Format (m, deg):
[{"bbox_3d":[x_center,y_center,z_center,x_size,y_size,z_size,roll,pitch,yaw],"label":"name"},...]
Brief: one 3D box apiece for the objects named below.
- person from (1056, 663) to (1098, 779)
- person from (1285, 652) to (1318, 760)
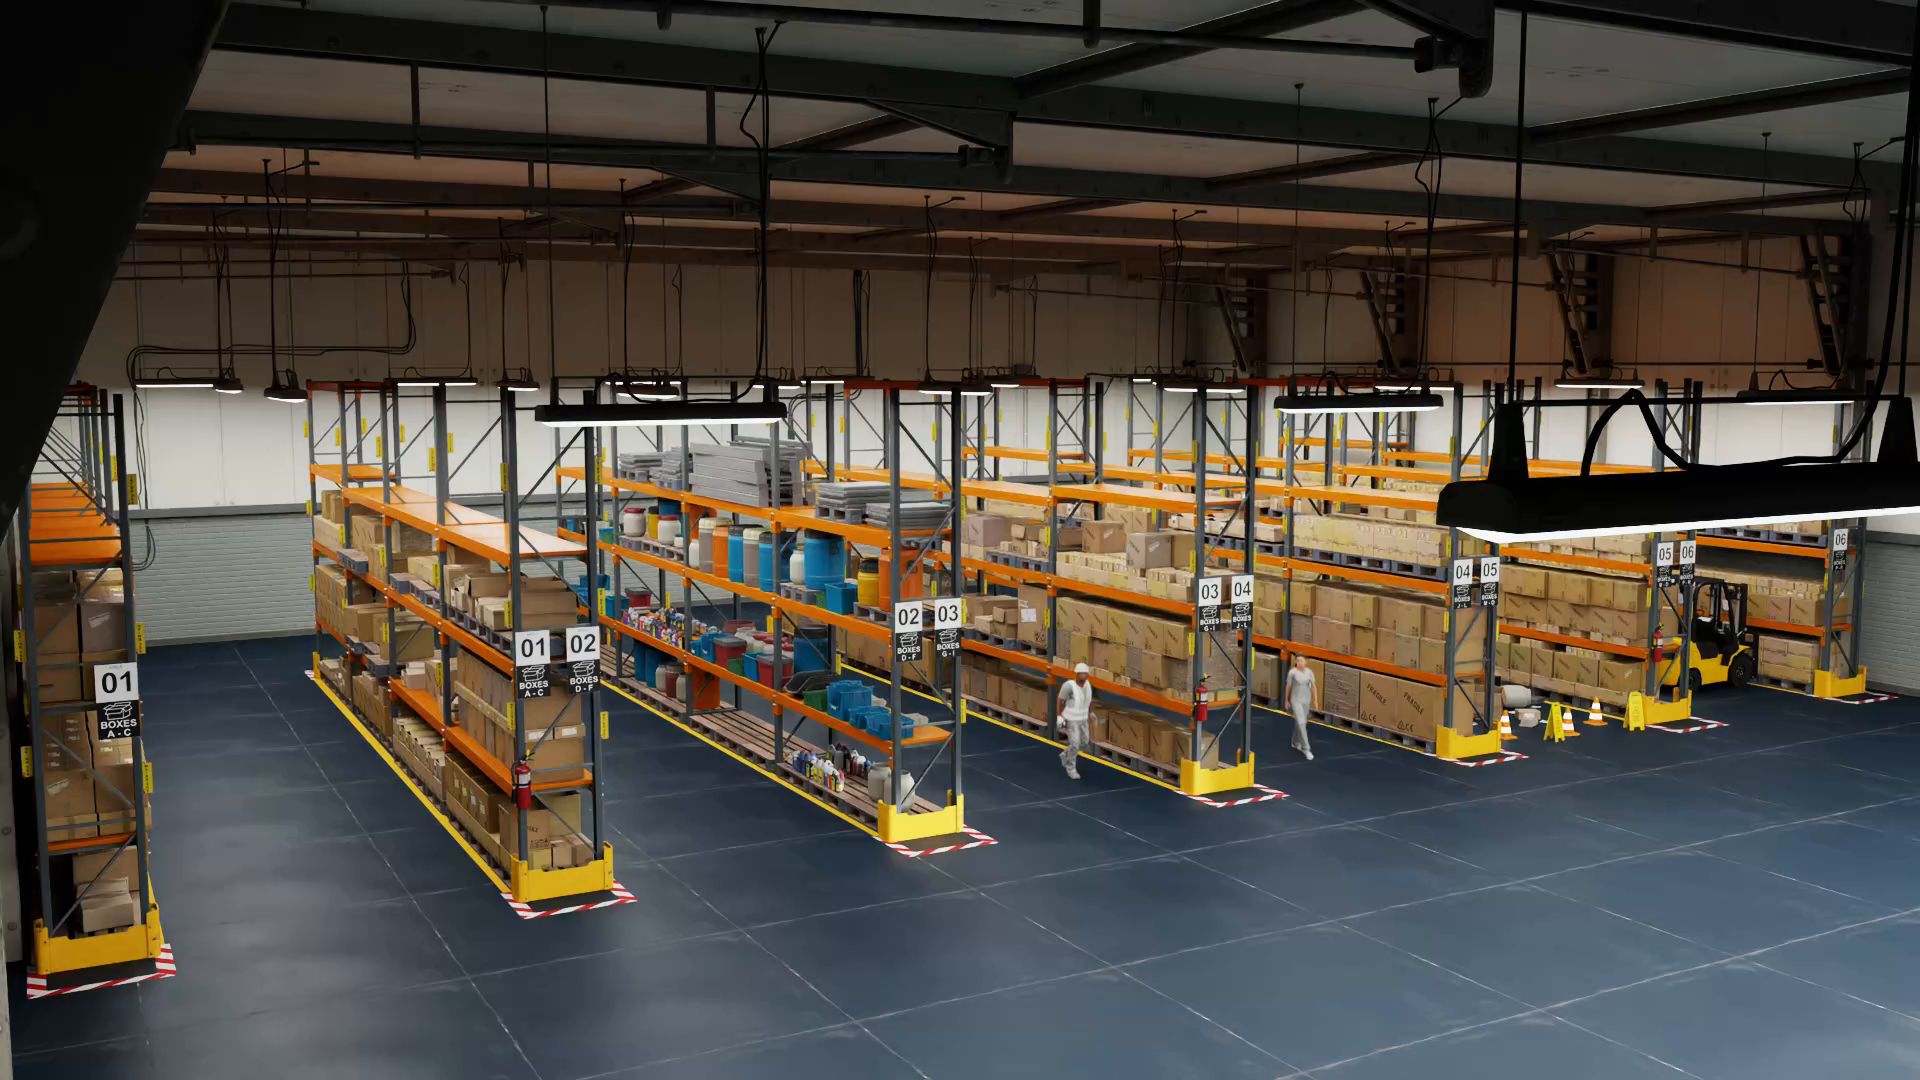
[{"bbox_3d":[1.715,2.746,25.574,0.673,1.765,0.613,6,8,44],"label":"person"},{"bbox_3d":[5.548,2.658,26.907,0.466,1.655,0.801,-2,6,-17],"label":"person"}]
